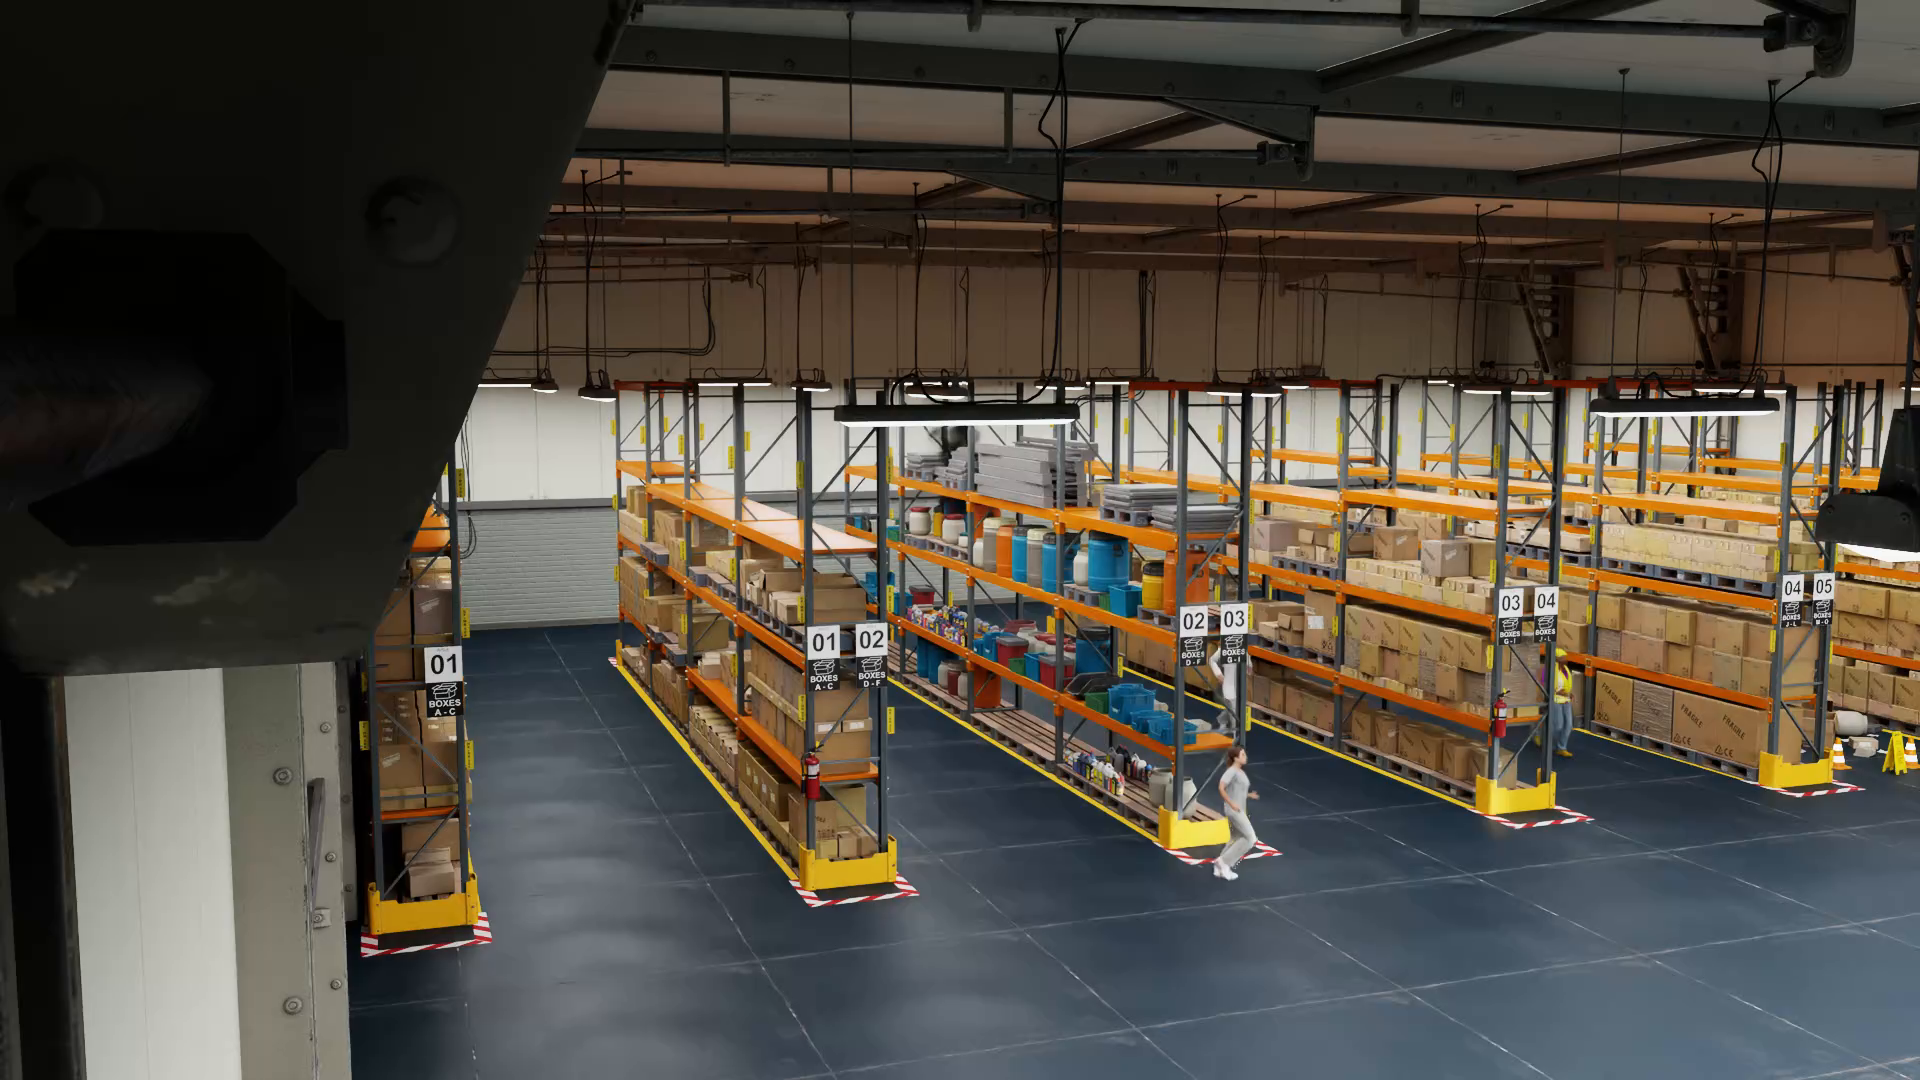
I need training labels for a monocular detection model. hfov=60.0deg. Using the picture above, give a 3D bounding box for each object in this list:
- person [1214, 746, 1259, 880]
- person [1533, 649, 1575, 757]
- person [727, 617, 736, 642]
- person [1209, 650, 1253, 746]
[{"bbox_3d":[3.422,3.349,20.532,0.526,1.630,0.567,2,6,16],"label":"person"},{"bbox_3d":[9.669,2.615,26.990,0.708,1.732,0.733,-4,7,-34],"label":"person"},{"bbox_3d":[-4.778,1.717,35.368,0.670,1.787,0.884,-6,8,-43],"label":"person"},{"bbox_3d":[4.598,2.477,27.980,0.703,1.805,1.040,-3,7,-23],"label":"person"}]
